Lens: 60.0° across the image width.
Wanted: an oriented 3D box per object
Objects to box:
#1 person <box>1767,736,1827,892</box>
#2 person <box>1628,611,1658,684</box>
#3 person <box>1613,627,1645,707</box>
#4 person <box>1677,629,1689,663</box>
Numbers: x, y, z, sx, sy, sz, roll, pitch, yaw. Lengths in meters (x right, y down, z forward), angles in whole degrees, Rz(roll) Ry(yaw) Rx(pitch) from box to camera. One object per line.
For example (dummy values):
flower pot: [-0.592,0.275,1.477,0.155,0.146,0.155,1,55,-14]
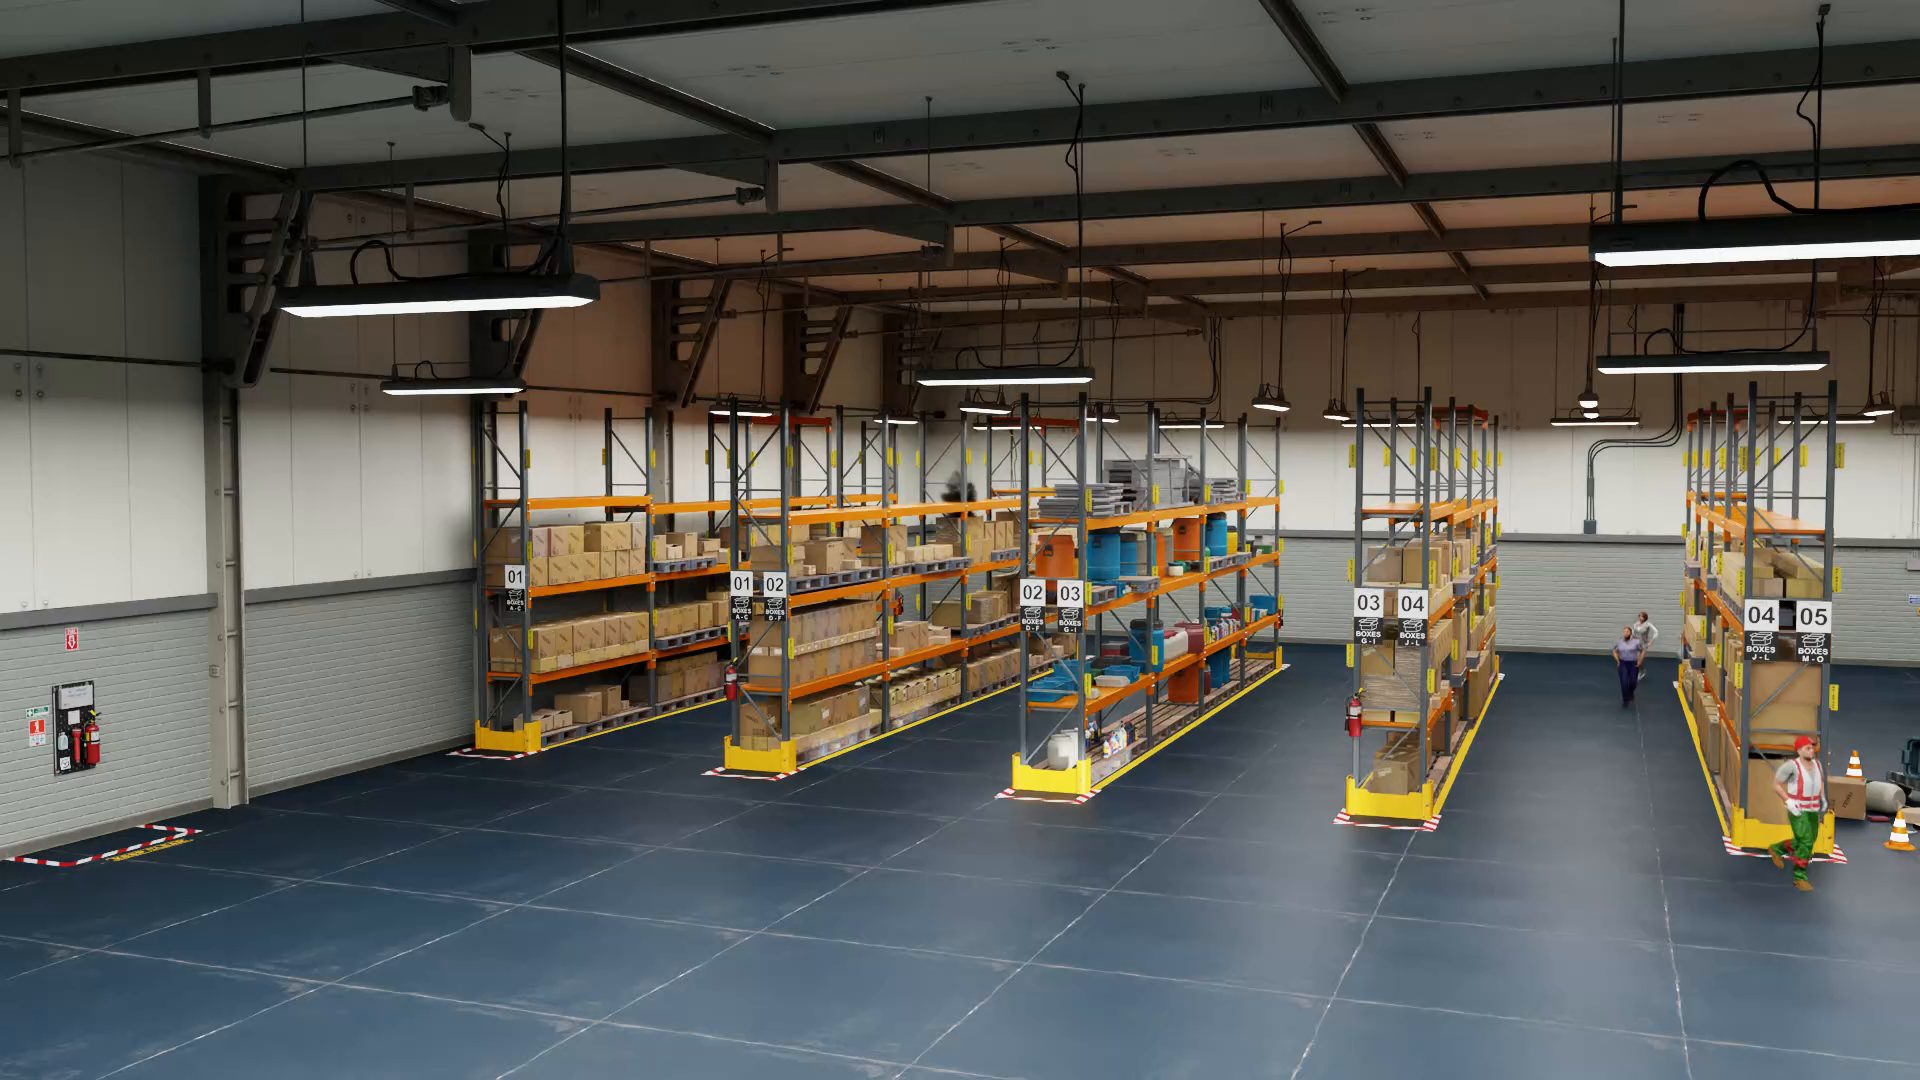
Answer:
person: [9.847,3.176,19.587,0.658,1.789,0.742,-1,3,-16]
person: [15.226,2.404,37.097,0.704,1.635,0.576,-2,3,-30]
person: [13.542,2.570,33.695,0.605,1.616,0.535,1,3,26]
person: [16.542,2.375,37.750,0.544,1.629,0.747,2,3,37]
